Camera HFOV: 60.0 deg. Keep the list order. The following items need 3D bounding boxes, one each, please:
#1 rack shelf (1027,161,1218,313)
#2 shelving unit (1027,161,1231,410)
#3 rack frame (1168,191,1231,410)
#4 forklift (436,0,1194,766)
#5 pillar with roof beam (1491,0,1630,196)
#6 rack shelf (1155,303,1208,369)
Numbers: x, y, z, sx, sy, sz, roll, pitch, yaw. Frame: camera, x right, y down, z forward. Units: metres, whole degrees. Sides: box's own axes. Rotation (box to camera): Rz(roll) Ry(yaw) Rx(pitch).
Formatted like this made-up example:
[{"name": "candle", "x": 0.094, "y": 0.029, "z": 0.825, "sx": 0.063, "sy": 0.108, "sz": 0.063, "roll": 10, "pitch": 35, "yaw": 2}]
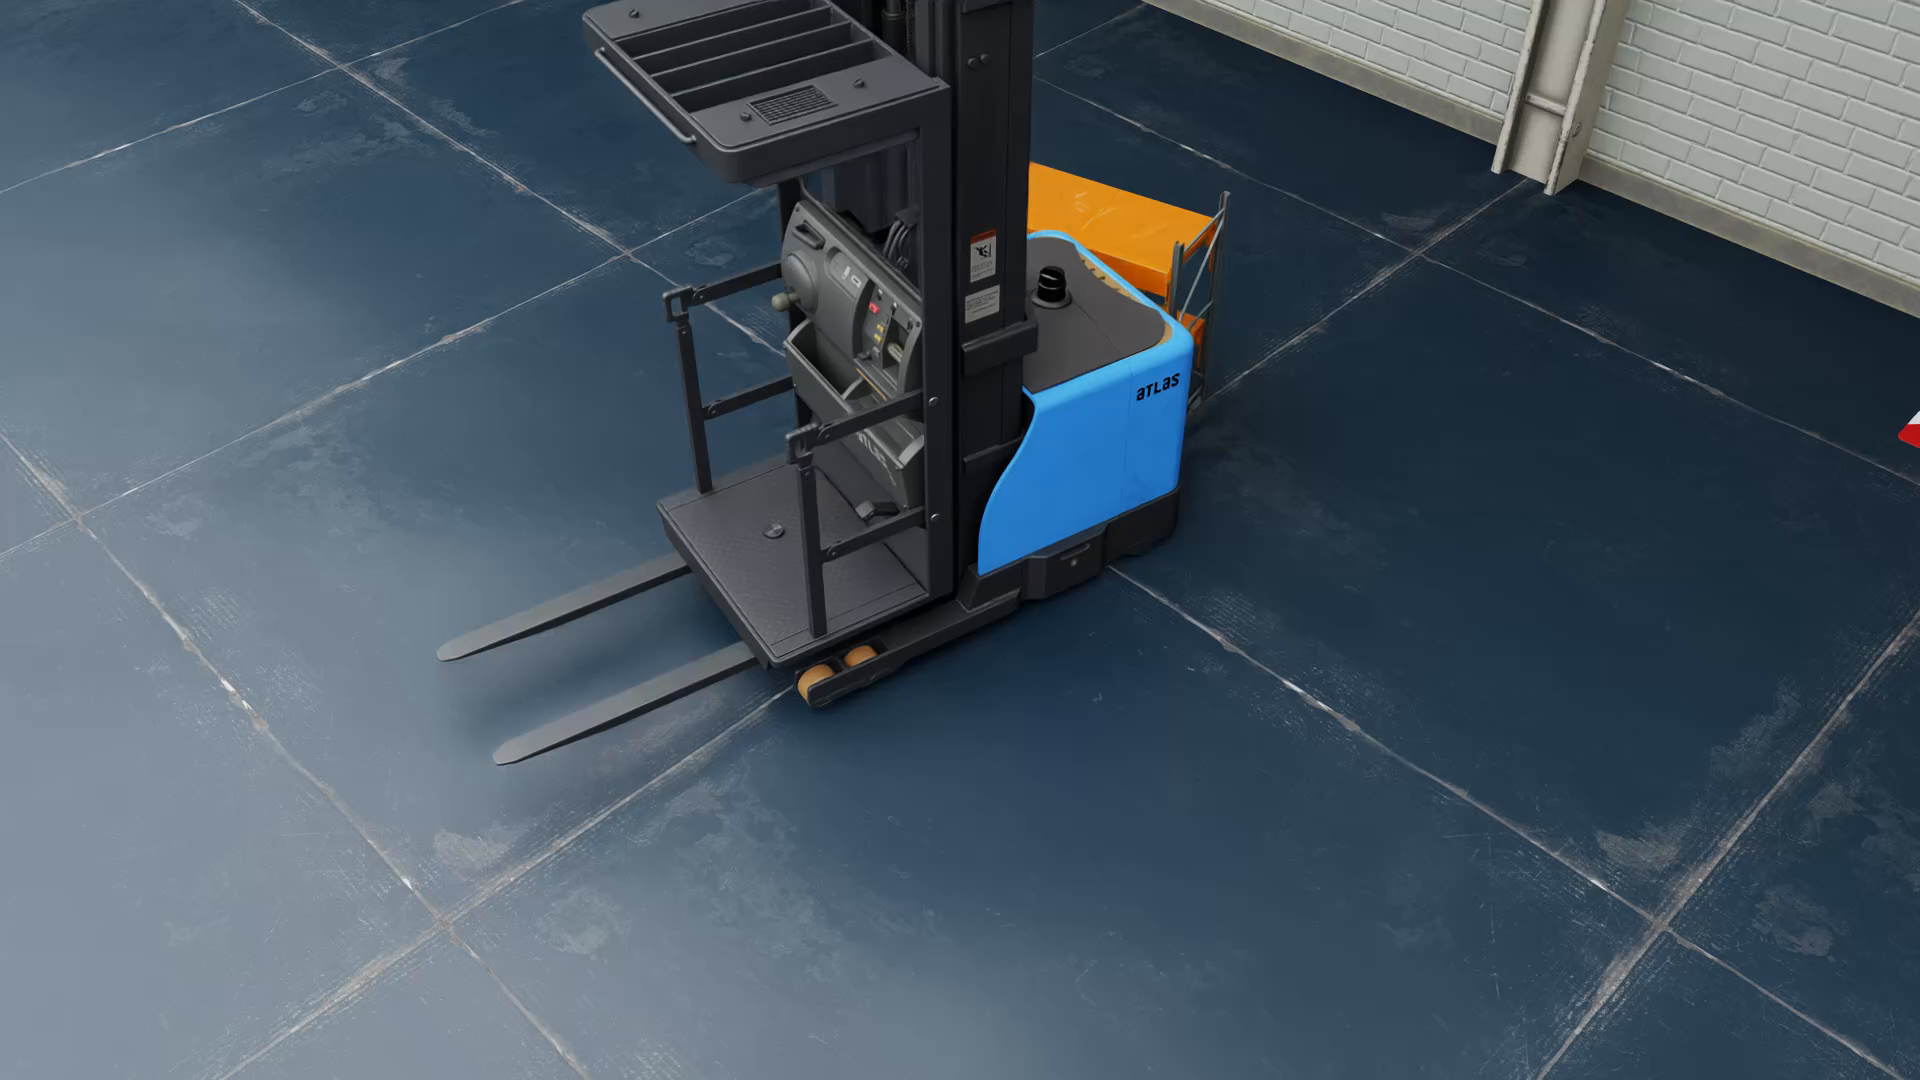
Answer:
[{"name": "rack shelf", "x": 0.602, "y": -1.354, "z": 7.455, "sx": 1.000, "sy": 0.278, "sz": 0.538, "roll": 23, "pitch": 47, "yaw": 23}, {"name": "shelving unit", "x": 0.602, "y": -1.139, "z": 7.654, "sx": 1.048, "sy": 1.125, "sz": 0.538, "roll": 23, "pitch": 47, "yaw": 23}, {"name": "rack frame", "x": 1.034, "y": -0.958, "z": 7.457, "sx": 0.032, "sy": 1.125, "sz": 0.500, "roll": 23, "pitch": 47, "yaw": 23}, {"name": "forklift", "x": -0.578, "y": -0.834, "z": 5.993, "sx": 3.031, "sy": 2.935, "sz": 1.130, "roll": -23, "pitch": 48, "yaw": -23}, {"name": "pillar with roof beam", "x": 0.246, "y": -3.343, "z": 4.237, "sx": 9.100, "sy": 9.000, "sz": 0.400, "roll": -34, "pitch": 53, "yaw": -31}, {"name": "rack shelf", "x": 0.602, "y": -0.959, "z": 7.819, "sx": 1.000, "sy": 0.278, "sz": 0.538, "roll": 23, "pitch": 47, "yaw": 23}]
